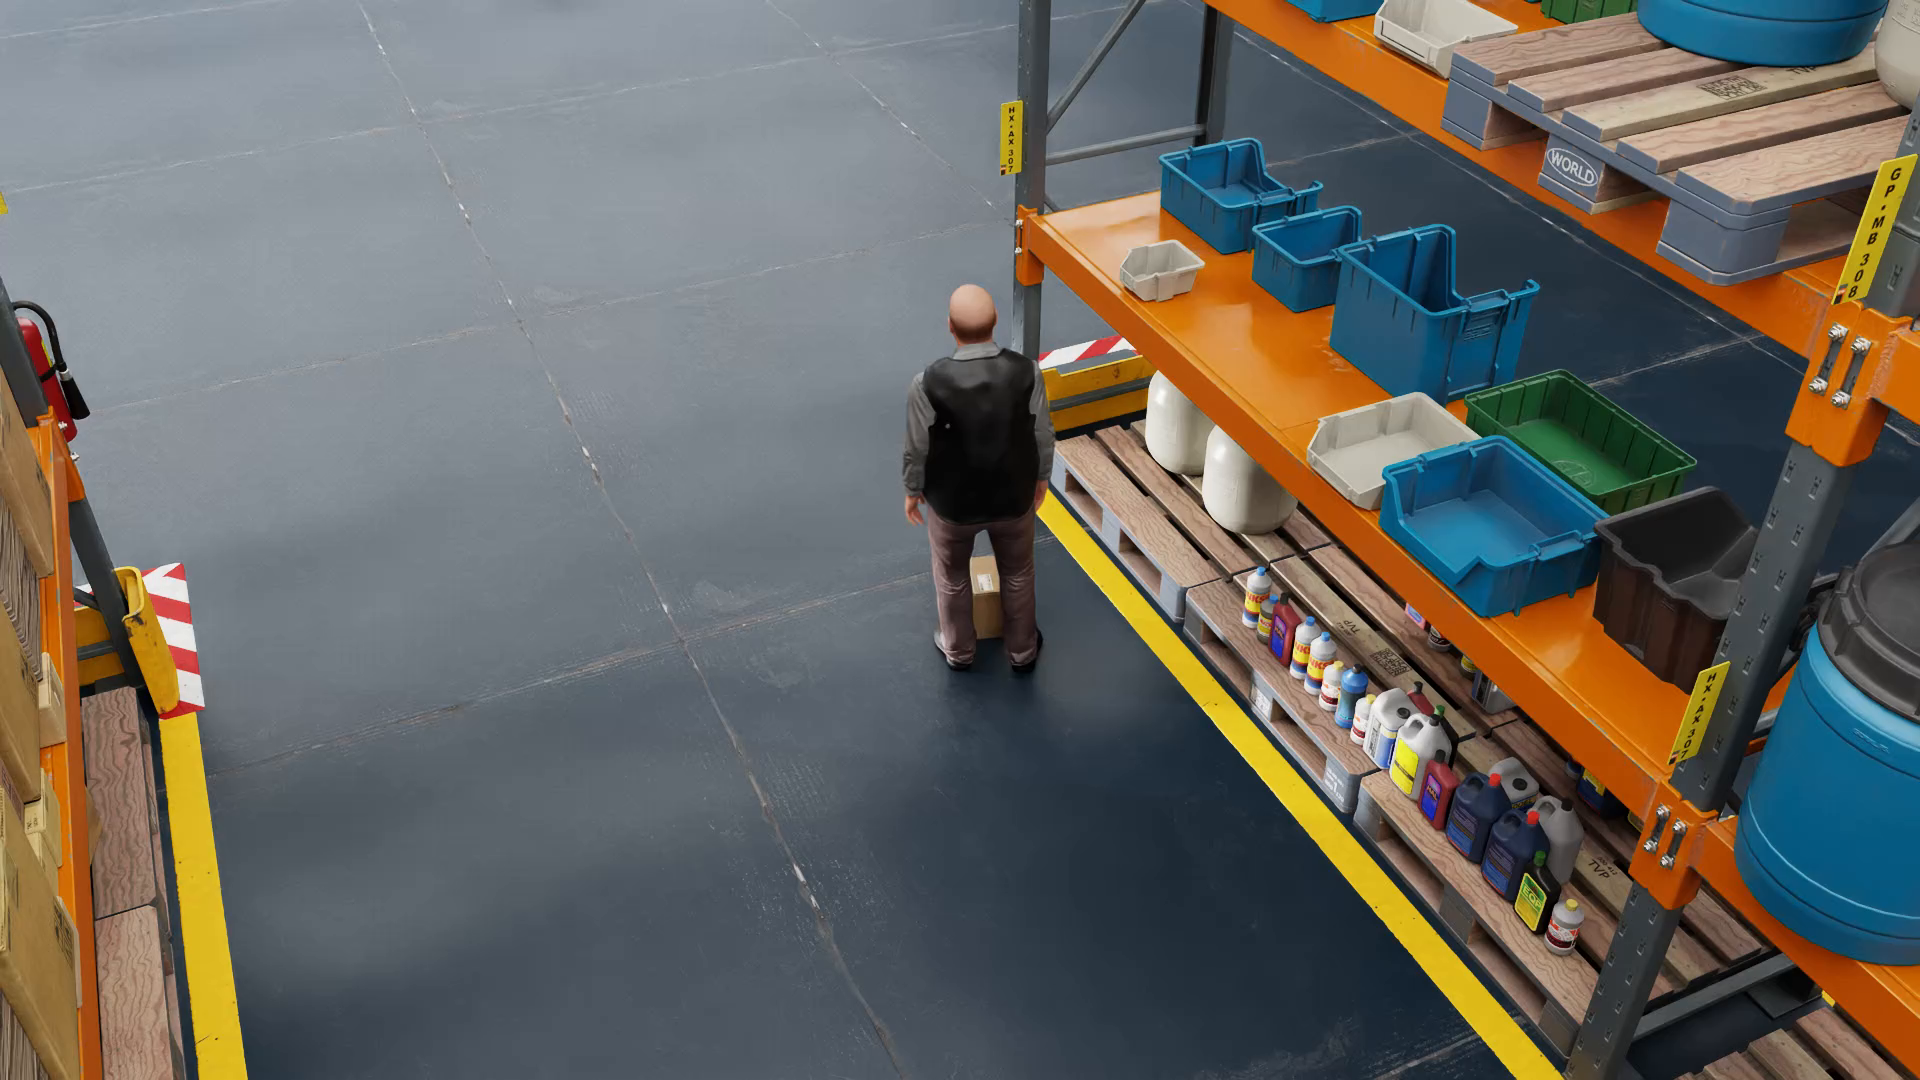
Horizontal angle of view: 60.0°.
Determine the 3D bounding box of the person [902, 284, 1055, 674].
[{"bbox_3d":[0.070,-0.185,6.415,0.594,1.721,0.470,-6,37,-8],"label":"person"}]
